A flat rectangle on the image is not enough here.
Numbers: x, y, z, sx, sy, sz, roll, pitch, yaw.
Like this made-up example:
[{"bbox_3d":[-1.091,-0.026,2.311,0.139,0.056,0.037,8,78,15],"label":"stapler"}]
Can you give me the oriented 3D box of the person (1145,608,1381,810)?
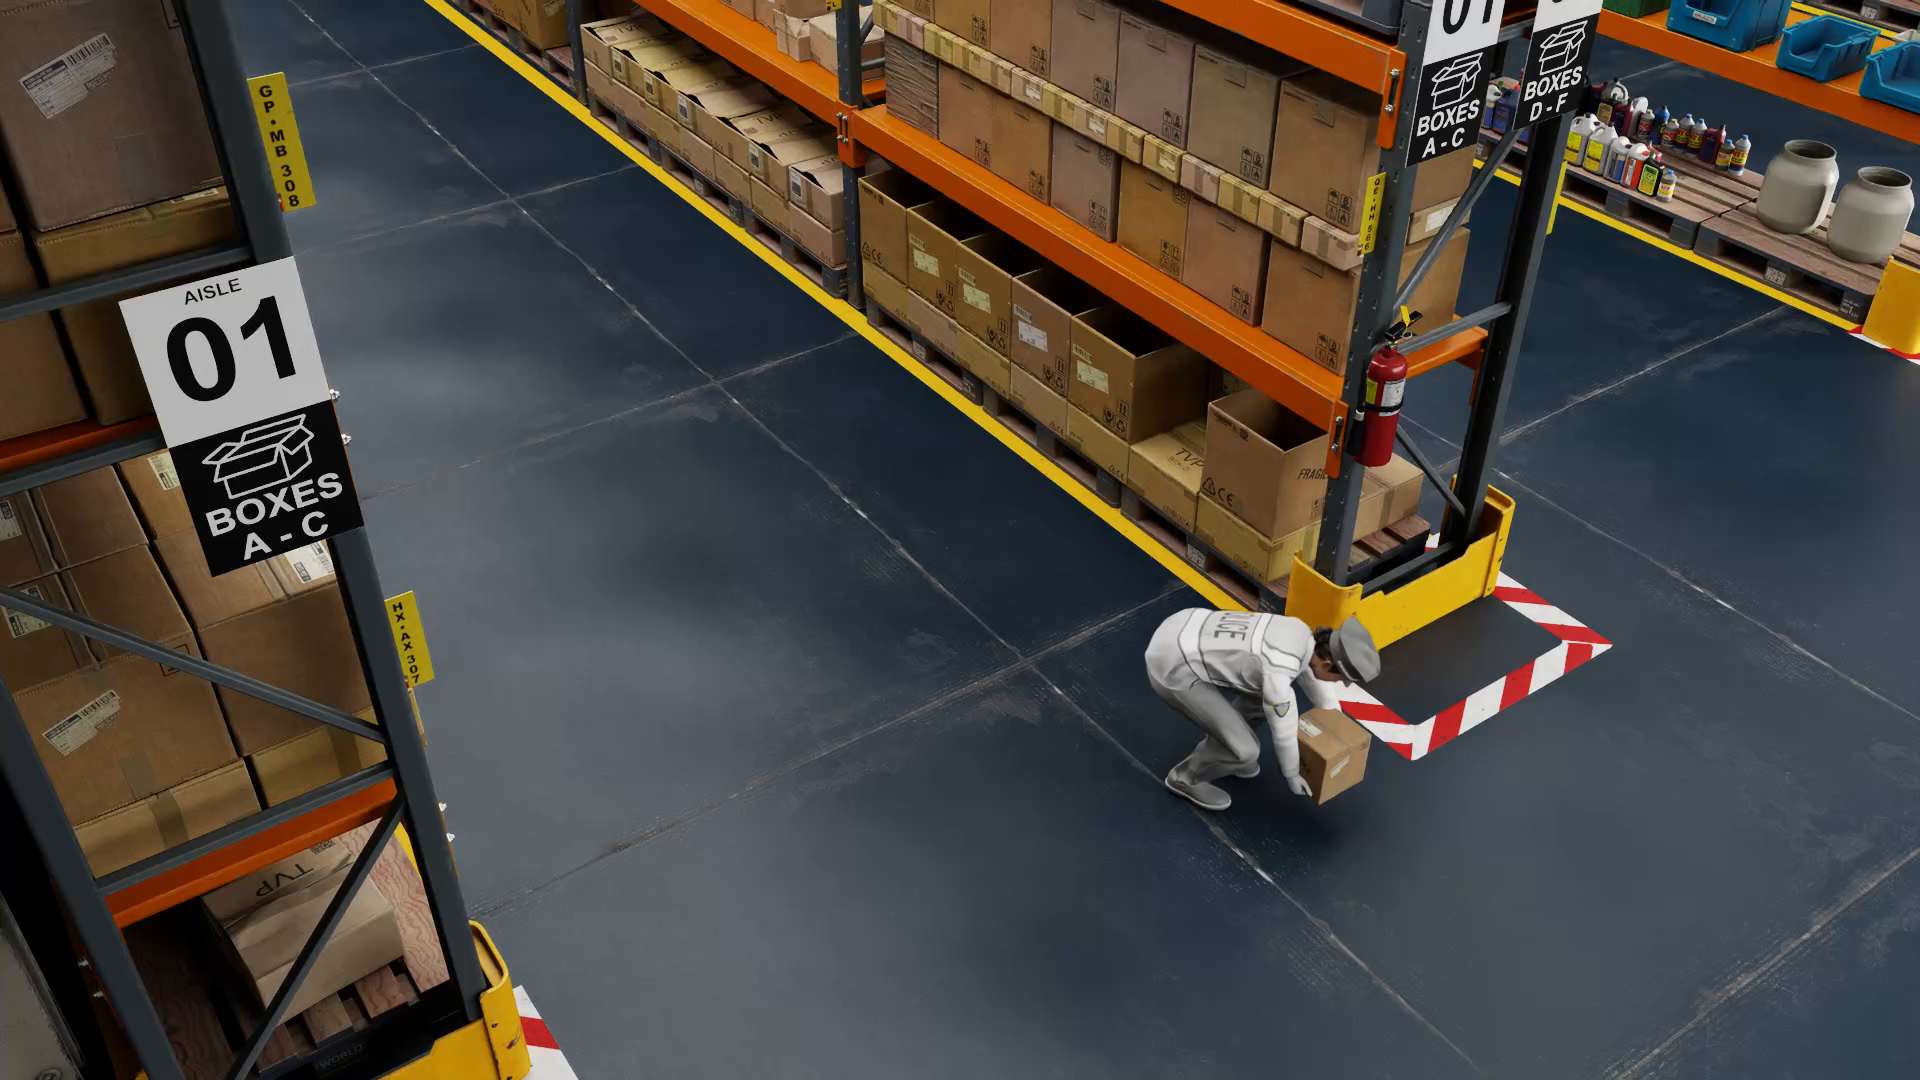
[{"bbox_3d":[1.190,0.658,6.697,0.908,0.974,0.454,14,39,19],"label":"person"}]
